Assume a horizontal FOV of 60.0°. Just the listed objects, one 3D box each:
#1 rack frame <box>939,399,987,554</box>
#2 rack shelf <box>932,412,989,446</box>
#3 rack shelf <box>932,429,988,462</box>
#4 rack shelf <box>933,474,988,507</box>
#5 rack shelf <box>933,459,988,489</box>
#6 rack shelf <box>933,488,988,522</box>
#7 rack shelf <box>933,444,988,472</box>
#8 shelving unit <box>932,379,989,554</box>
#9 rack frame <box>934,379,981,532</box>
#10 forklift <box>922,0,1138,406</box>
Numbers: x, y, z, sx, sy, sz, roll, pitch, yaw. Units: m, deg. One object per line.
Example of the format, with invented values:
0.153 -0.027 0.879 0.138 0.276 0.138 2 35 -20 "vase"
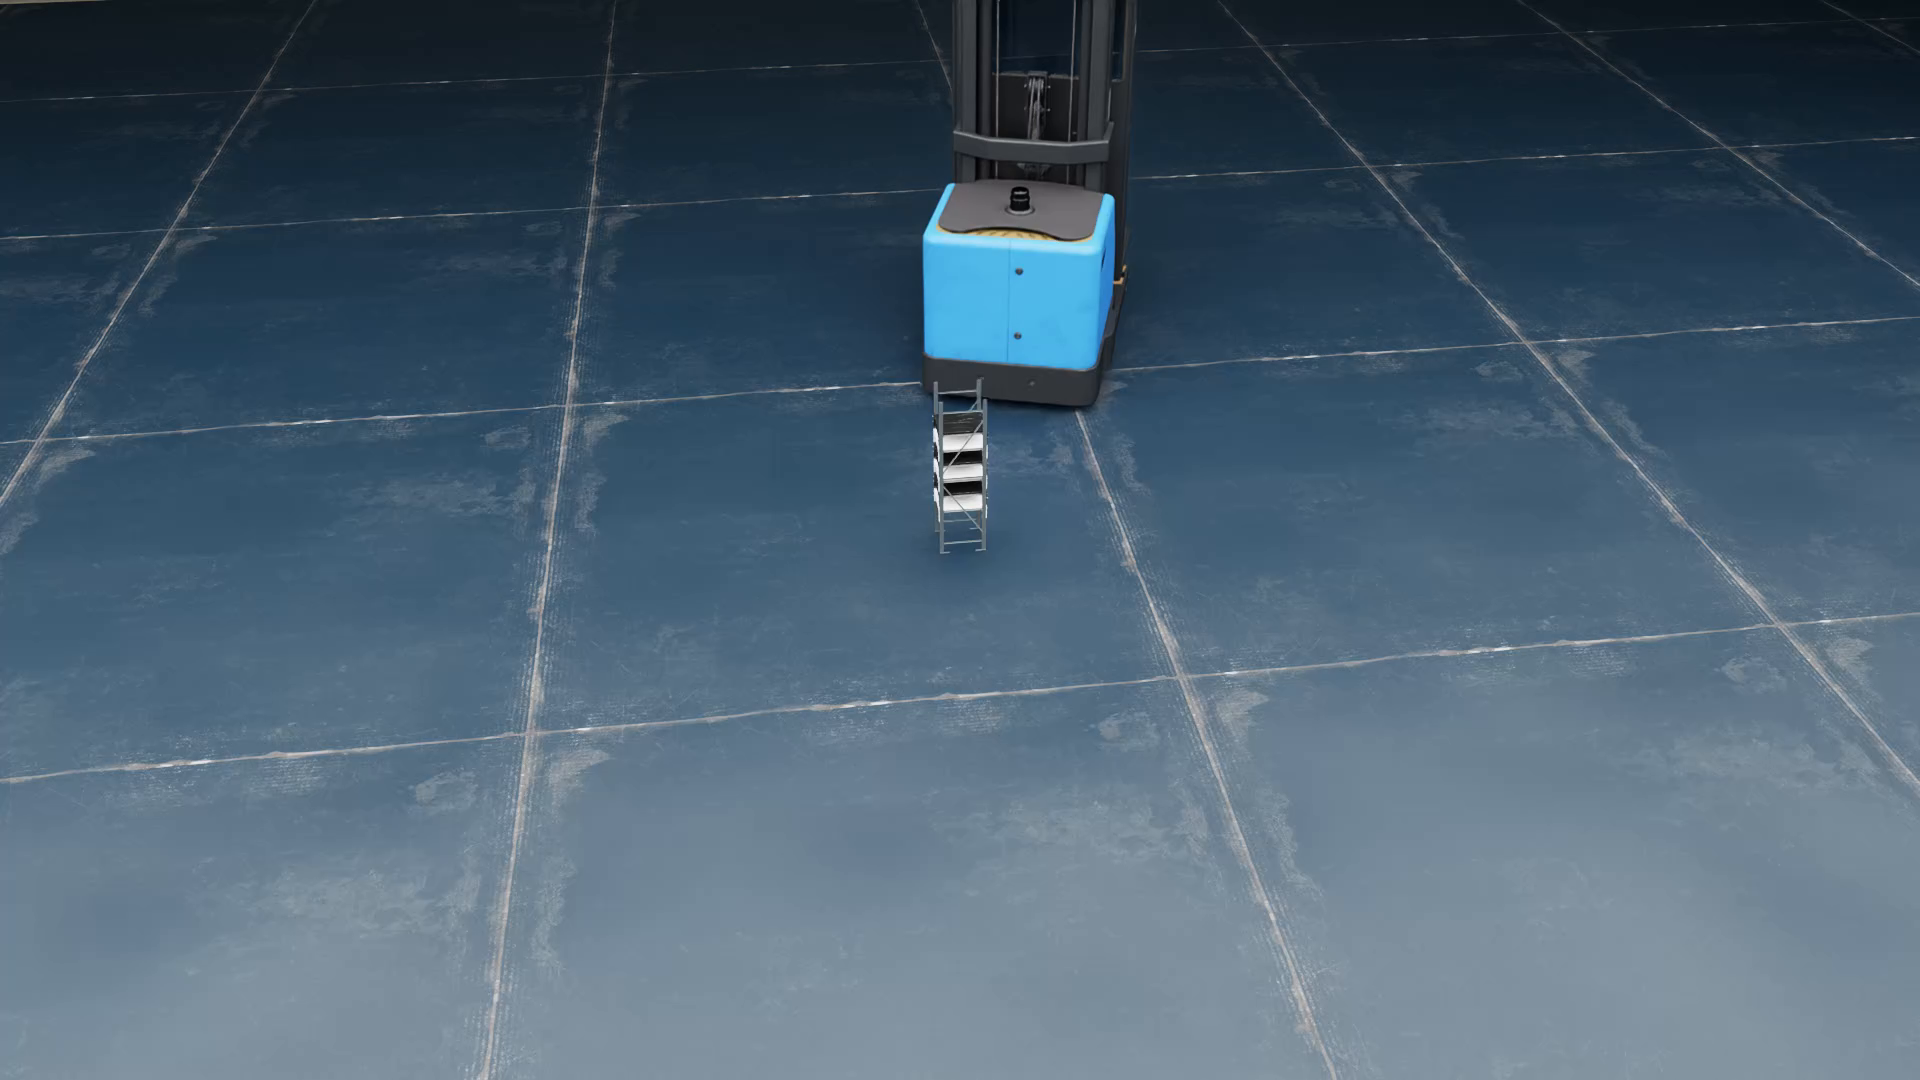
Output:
0.015 -0.311 8.407 0.240 0.900 0.006 -4 35 -6 "rack frame"
0.001 -0.563 8.357 0.258 0.077 0.200 -4 35 -6 "rack shelf"
0.001 -0.489 8.407 0.258 0.077 0.200 -4 35 -6 "rack shelf"
0.001 -0.265 8.559 0.258 0.077 0.200 -4 35 -6 "rack shelf"
0.001 -0.340 8.509 0.258 0.077 0.200 -4 35 -6 "rack shelf"
0.001 -0.191 8.610 0.258 0.077 0.200 -4 35 -6 "rack shelf"
0.001 -0.414 8.458 0.258 0.077 0.200 -4 35 -6 "rack shelf"
0.001 -0.367 8.490 0.258 0.900 0.210 -4 35 -6 "shelving unit"
-0.013 -0.424 8.573 0.240 0.900 0.006 -4 35 -6 "rack frame"
0.540 -2.819 10.284 1.130 2.935 3.031 6 35 8 "forklift"
